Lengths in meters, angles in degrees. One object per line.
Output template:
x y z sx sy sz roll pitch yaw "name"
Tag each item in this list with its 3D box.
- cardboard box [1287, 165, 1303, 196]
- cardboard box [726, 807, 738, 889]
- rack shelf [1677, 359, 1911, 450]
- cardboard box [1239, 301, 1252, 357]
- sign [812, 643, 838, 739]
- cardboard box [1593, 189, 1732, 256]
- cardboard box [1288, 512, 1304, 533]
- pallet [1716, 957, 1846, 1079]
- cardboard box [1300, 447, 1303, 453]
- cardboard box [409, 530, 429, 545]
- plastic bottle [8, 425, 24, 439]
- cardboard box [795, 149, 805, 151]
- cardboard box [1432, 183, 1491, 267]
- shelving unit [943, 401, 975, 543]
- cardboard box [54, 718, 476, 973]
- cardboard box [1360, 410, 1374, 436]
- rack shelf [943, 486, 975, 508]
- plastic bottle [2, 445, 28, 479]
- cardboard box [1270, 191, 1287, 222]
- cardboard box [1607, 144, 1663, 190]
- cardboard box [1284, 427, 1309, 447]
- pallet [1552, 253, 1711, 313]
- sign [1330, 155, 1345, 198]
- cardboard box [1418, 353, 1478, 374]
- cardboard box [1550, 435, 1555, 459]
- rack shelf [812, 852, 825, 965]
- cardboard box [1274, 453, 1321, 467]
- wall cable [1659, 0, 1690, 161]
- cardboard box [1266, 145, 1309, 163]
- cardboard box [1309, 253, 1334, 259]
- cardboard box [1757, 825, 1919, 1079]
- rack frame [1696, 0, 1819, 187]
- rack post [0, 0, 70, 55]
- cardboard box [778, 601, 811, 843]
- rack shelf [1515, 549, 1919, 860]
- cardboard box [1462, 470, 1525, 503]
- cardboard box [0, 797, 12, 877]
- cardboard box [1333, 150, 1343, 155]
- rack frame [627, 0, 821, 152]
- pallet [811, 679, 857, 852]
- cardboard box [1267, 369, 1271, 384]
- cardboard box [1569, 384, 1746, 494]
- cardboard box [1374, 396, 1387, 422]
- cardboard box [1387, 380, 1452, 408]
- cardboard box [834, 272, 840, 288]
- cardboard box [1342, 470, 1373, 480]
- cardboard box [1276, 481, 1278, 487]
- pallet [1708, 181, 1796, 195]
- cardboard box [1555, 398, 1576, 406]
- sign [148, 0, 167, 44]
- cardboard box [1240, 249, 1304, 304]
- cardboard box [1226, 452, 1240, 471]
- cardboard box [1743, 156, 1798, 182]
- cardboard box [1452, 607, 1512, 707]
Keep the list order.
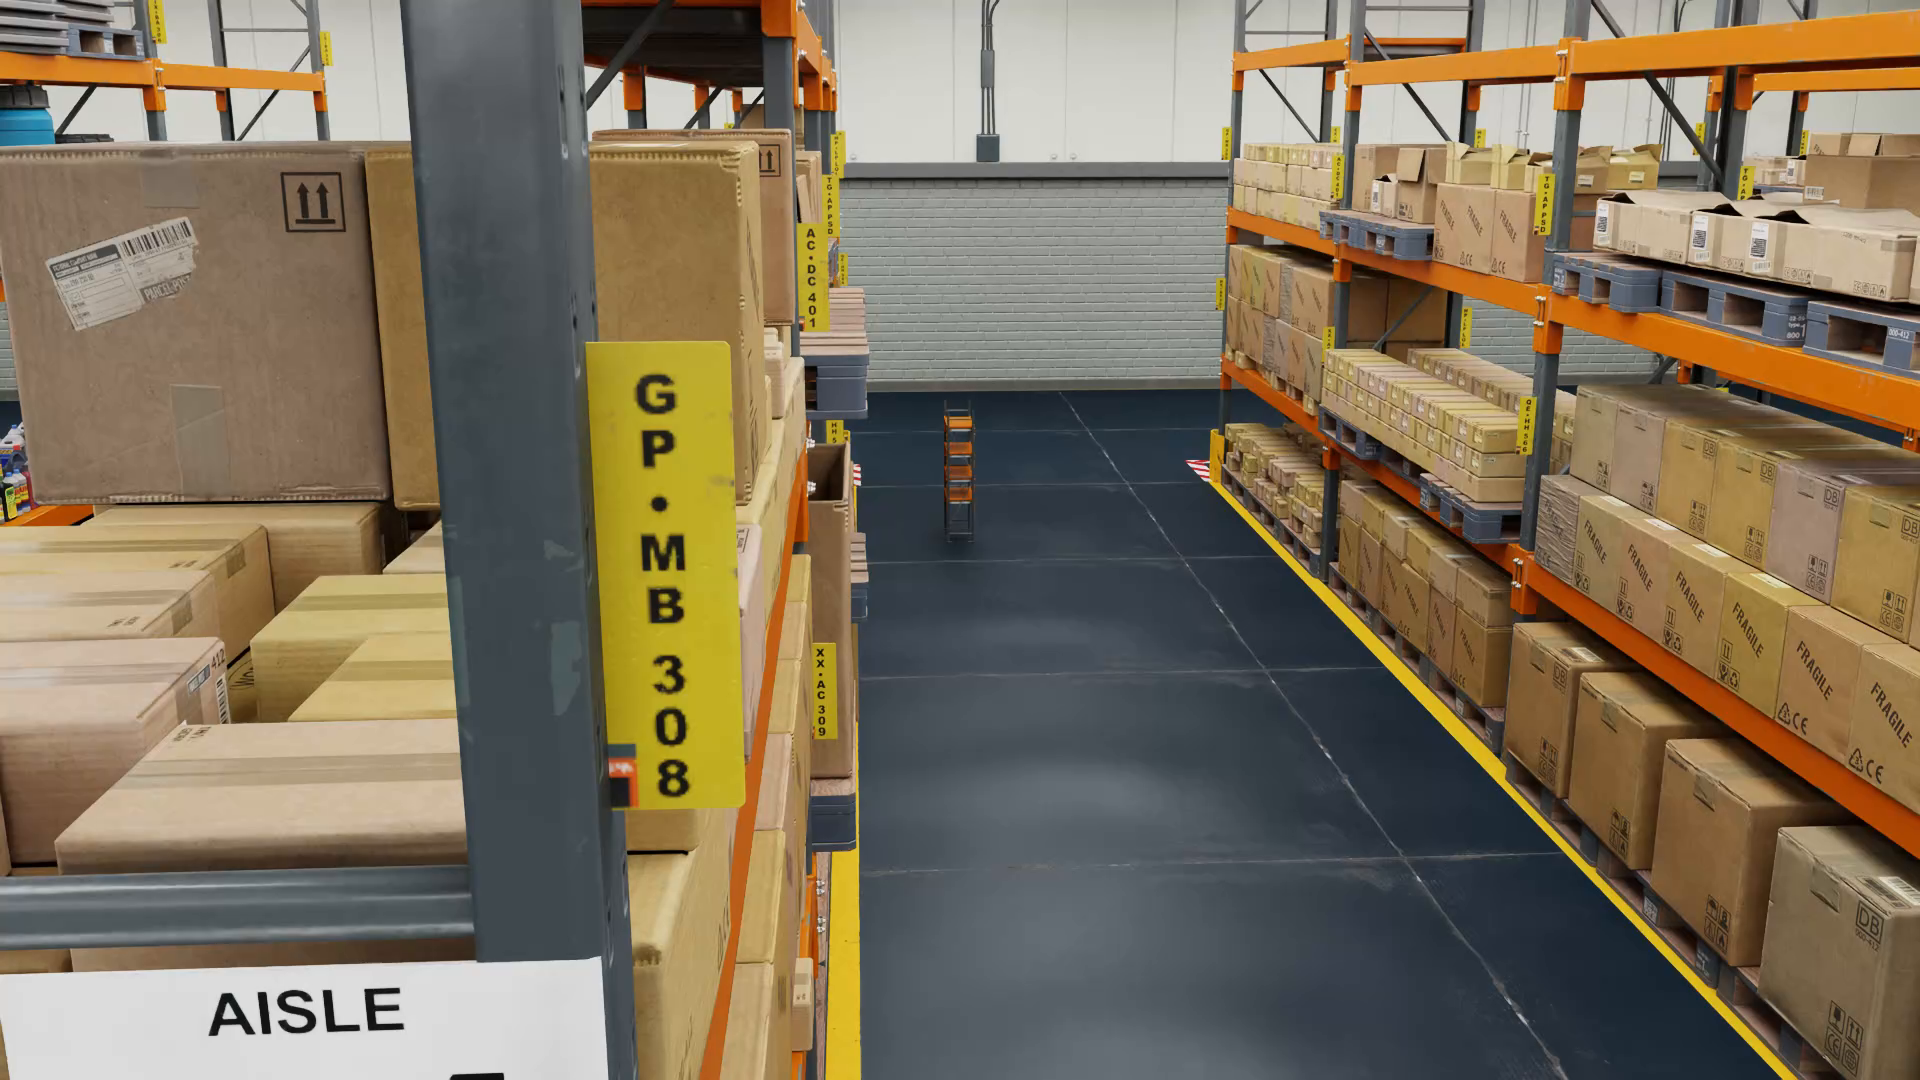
3.132 -3.115 14.389 0.500 0.250 0.500 0 14 -1 "cardboard box"
-0.551 0.281 2.194 0.500 0.250 0.500 -1 14 -5 "cardboard box"
8.282 -1.373 15.786 1.077 0.370 4.000 -1 14 -3 "rack shelf"
3.035 -2.061 16.219 0.500 0.500 0.500 -1 14 -3 "cardboard box"
-0.448 0.489 5.368 0.100 0.325 0.005 -1 14 -3 "sign"
3.545 -1.605 8.362 0.500 0.311 0.500 -1 14 -3 "cardboard box"
3.094 -0.168 14.538 0.380 0.149 0.250 -1 14 -5 "cardboard box"
3.845 2.027 6.725 1.003 0.211 1.213 -1 14 -3 "pallet"
3.576 -0.828 16.506 0.380 0.149 0.250 -1 15 -6 "cardboard box"
-1.082 0.166 2.644 0.500 0.250 0.500 -1 14 -2 "cardboard box"
-6.777 -0.691 11.950 0.097 0.271 0.097 0 14 0 "plastic bottle"
-1.385 -2.290 10.837 0.797 0.503 0.637 -1 14 -4 "cardboard box"
3.360 -2.015 10.619 0.500 0.500 0.500 -1 14 -3 "cardboard box"
-0.010 -0.622 15.037 0.258 1.200 0.503 -1 14 -3 "shelving unit"
-0.528 0.268 1.445 0.380 0.149 0.250 -1 14 -4 "cardboard box"
3.103 -0.842 11.941 0.380 0.149 0.250 -2 15 -6 "cardboard box"
-0.010 -0.365 15.103 0.258 0.148 0.480 -1 14 -3 "rack shelf"
-6.120 -0.437 10.805 0.144 0.351 0.185 -1 14 -3 "plastic bottle"
3.091 -2.994 14.925 0.500 0.250 0.500 -1 14 -4 "cardboard box"
3.938 -2.232 9.927 0.396 0.266 0.258 -1 14 -3 "cardboard box"
3.468 -1.037 16.721 0.380 0.149 0.250 -1 14 -2 "cardboard box"
3.813 -1.329 8.533 1.213 0.211 1.003 0 14 -1 "pallet"
2.931 -2.815 12.890 0.100 0.325 0.005 -1 14 -3 "sign"
3.709 -1.329 12.637 0.380 0.149 0.250 -1 14 -5 "cardboard box"
3.852 -0.610 10.443 0.380 0.149 0.250 -1 14 -5 "cardboard box"
-1.113 0.770 7.459 1.077 0.370 4.000 -1 14 -3 "rack shelf"
3.130 -0.704 15.429 0.380 0.149 0.250 -1 14 -3 "cardboard box"
11.058 -6.597 22.532 2.988 3.039 0.133 -1 14 -3 "wall cable"
3.016 -3.526 15.189 0.380 0.149 0.250 0 14 -2 "cardboard box"
3.573 -2.429 15.642 0.500 0.500 0.500 0 14 -1 "cardboard box"
3.839 1.600 6.458 1.050 0.750 0.750 -1 14 -4 "cardboard box"
8.158 -5.124 16.882 1.000 3.000 0.127 -1 14 -3 "rack frame"
-6.176 -3.156 10.237 0.937 0.300 0.954 1 14 3 "rack post"
-0.654 0.474 4.360 0.500 0.500 0.500 -1 14 -3 "cardboard box"
3.844 0.718 7.659 1.077 0.370 4.000 -1 14 -3 "rack shelf"
3.230 -0.325 9.930 0.380 0.149 0.250 -1 14 -3 "cardboard box"
-1.070 0.276 1.414 0.380 0.149 0.250 -1 14 -3 "cardboard box"
3.179 -3.011 13.188 0.380 0.149 0.250 -2 15 -6 "cardboard box"
-1.237 -2.981 8.555 1.000 3.000 0.127 -1 14 -3 "rack frame"
-0.891 0.819 6.207 1.003 0.211 1.213 -1 14 -3 "pallet"
3.065 -1.523 15.429 0.380 0.149 0.250 0 14 -1 "cardboard box"
3.738 -0.548 8.931 0.700 0.500 0.500 -1 14 -4 "cardboard box"
3.124 -0.917 11.634 0.380 0.149 0.250 -1 14 -4 "cardboard box"
3.139 -0.999 11.355 0.380 0.149 0.250 0 14 -2 "cardboard box"
-1.440 -2.383 16.468 0.500 0.500 0.500 -1 14 -3 "cardboard box"
3.596 -0.518 14.705 0.380 0.149 0.250 -1 14 -5 "cardboard box"
3.148 -0.557 15.453 0.380 0.149 0.250 0 14 -1 "cardboard box"
8.215 -3.444 16.551 1.003 0.211 1.213 -1 14 -3 "pallet"
3.839 -0.809 10.618 0.380 0.149 0.250 -1 15 -6 "cardboard box"
-5.879 -3.807 12.181 0.100 0.325 0.005 -1 14 -3 "sign"
3.025 -2.553 16.124 0.500 0.500 0.500 0 14 -2 "cardboard box"
2.937 -0.805 17.012 0.380 0.149 0.250 -1 14 -2 "cardboard box"
8.276 -3.740 16.780 0.500 0.250 0.500 -2 15 -9 "cardboard box"
3.418 0.720 10.382 0.500 0.500 0.500 -1 14 -4 "cardboard box"
